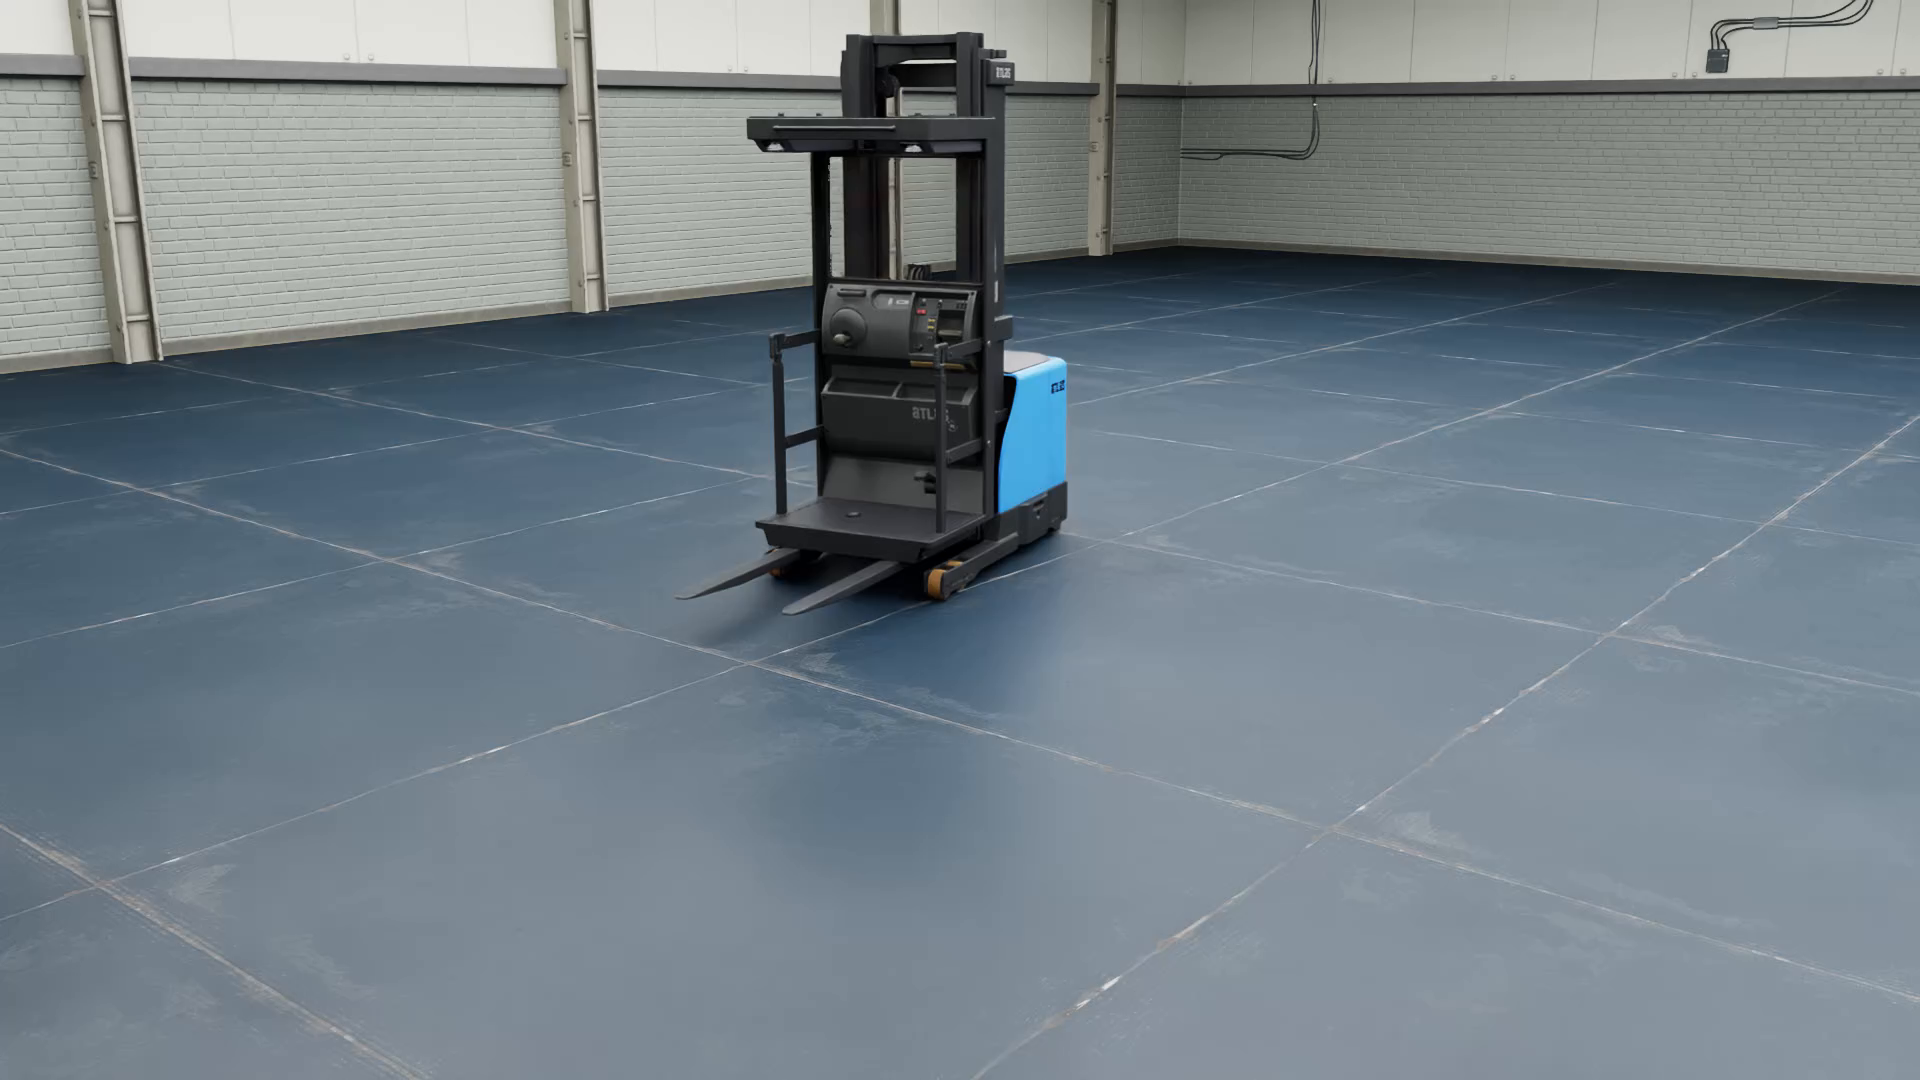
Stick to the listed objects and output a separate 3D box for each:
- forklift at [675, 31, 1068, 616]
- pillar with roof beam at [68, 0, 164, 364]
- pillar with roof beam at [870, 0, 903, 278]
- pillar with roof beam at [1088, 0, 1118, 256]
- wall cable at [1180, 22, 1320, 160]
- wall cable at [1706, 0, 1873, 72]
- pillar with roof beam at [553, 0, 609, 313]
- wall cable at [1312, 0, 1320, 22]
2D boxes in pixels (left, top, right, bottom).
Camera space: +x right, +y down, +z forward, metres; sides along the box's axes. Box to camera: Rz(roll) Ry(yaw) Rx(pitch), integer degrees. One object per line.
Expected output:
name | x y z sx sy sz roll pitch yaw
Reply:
forklift | -0.431 -1.224 8.989 1.130 2.935 3.031 7 16 25
pillar with roof beam | -5.342 -5.593 13.861 9.100 9.000 0.400 11 18 38
pillar with roof beam | 2.200 -7.891 22.907 9.100 9.000 0.400 11 18 38
pillar with roof beam | 5.971 -9.040 27.431 9.100 9.000 0.400 11 18 38
wall cable | 5.502 -8.560 31.851 3.097 2.526 0.112 11 18 38
wall cable | 12.877 -10.242 25.255 2.305 6.003 0.169 11 18 38
pillar with roof beam | -1.571 -6.742 18.384 9.100 9.000 0.400 11 18 38
wall cable | 7.607 -10.590 29.581 3.097 2.526 0.112 11 18 38
